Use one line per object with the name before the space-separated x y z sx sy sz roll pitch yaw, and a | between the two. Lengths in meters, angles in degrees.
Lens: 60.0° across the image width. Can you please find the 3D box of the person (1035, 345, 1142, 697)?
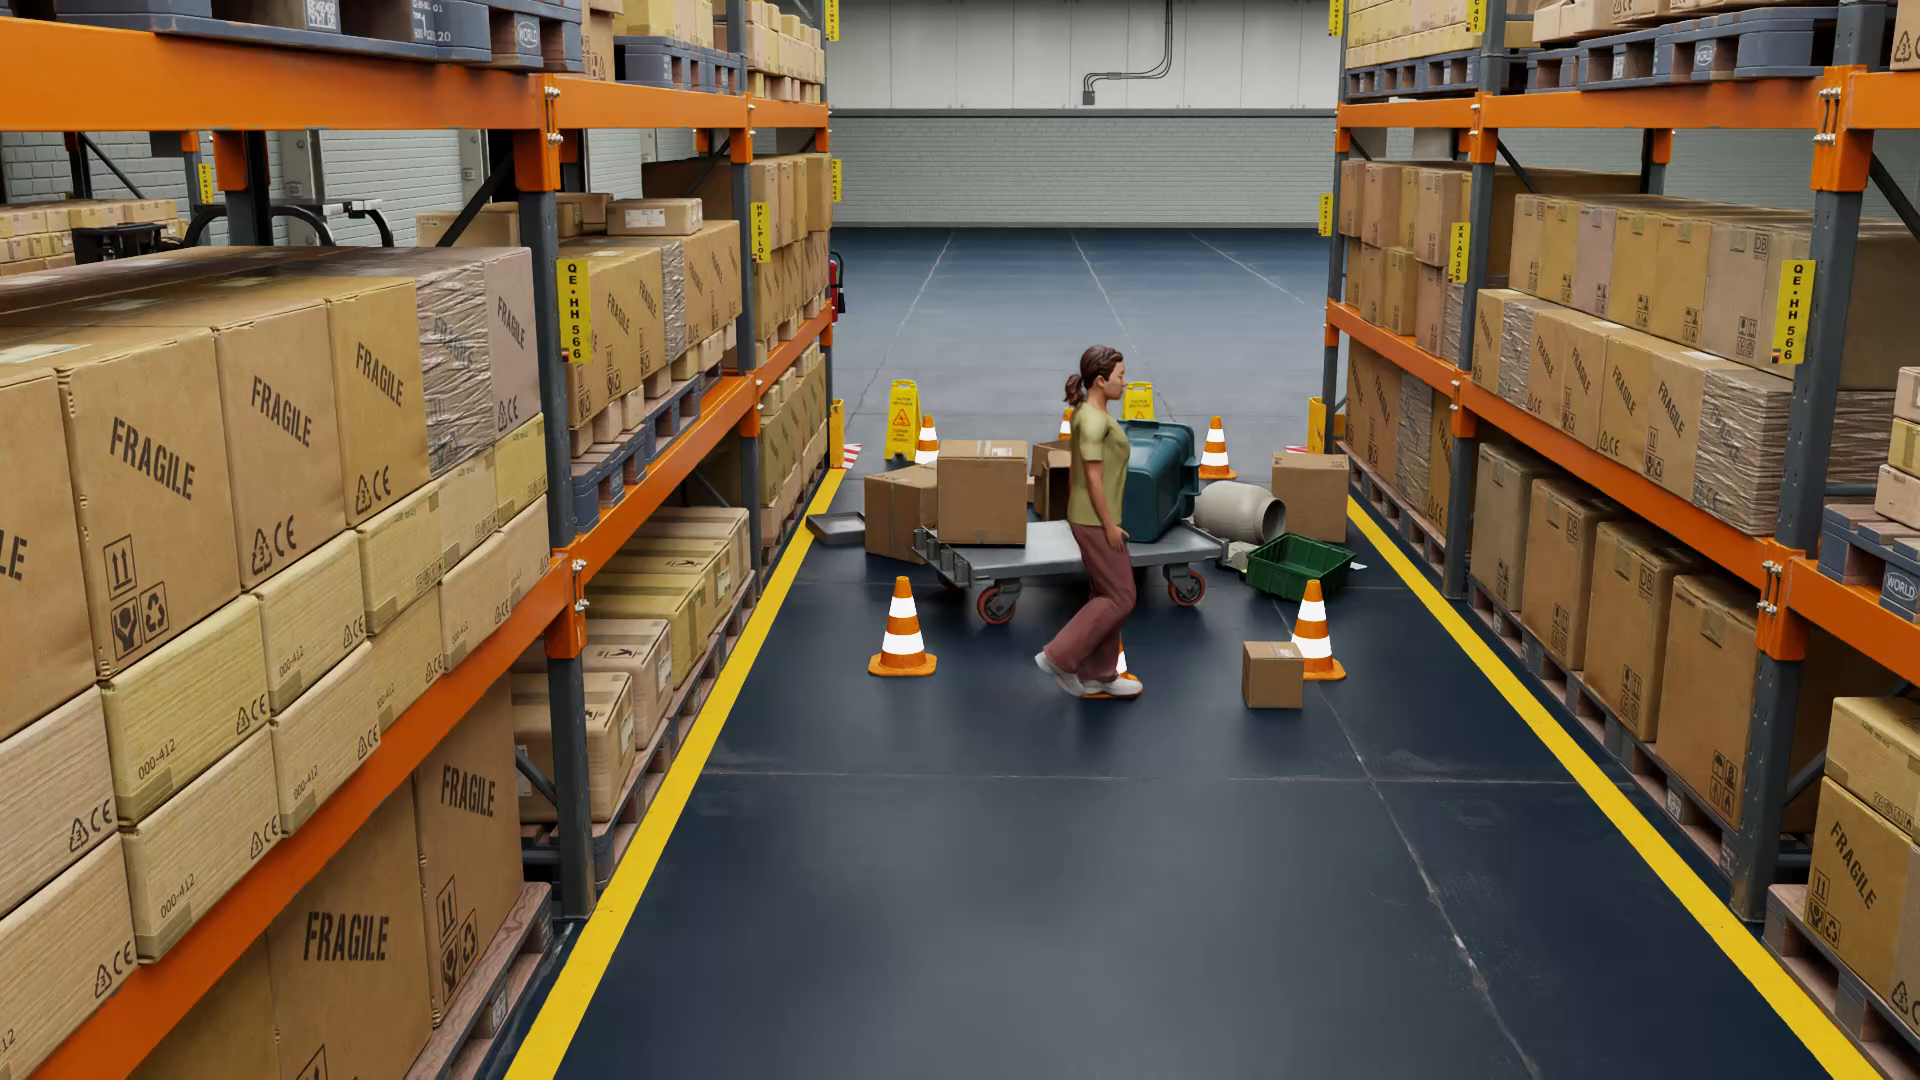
person | 0.612 -0.080 7.772 0.517 1.665 0.459 0 14 1
